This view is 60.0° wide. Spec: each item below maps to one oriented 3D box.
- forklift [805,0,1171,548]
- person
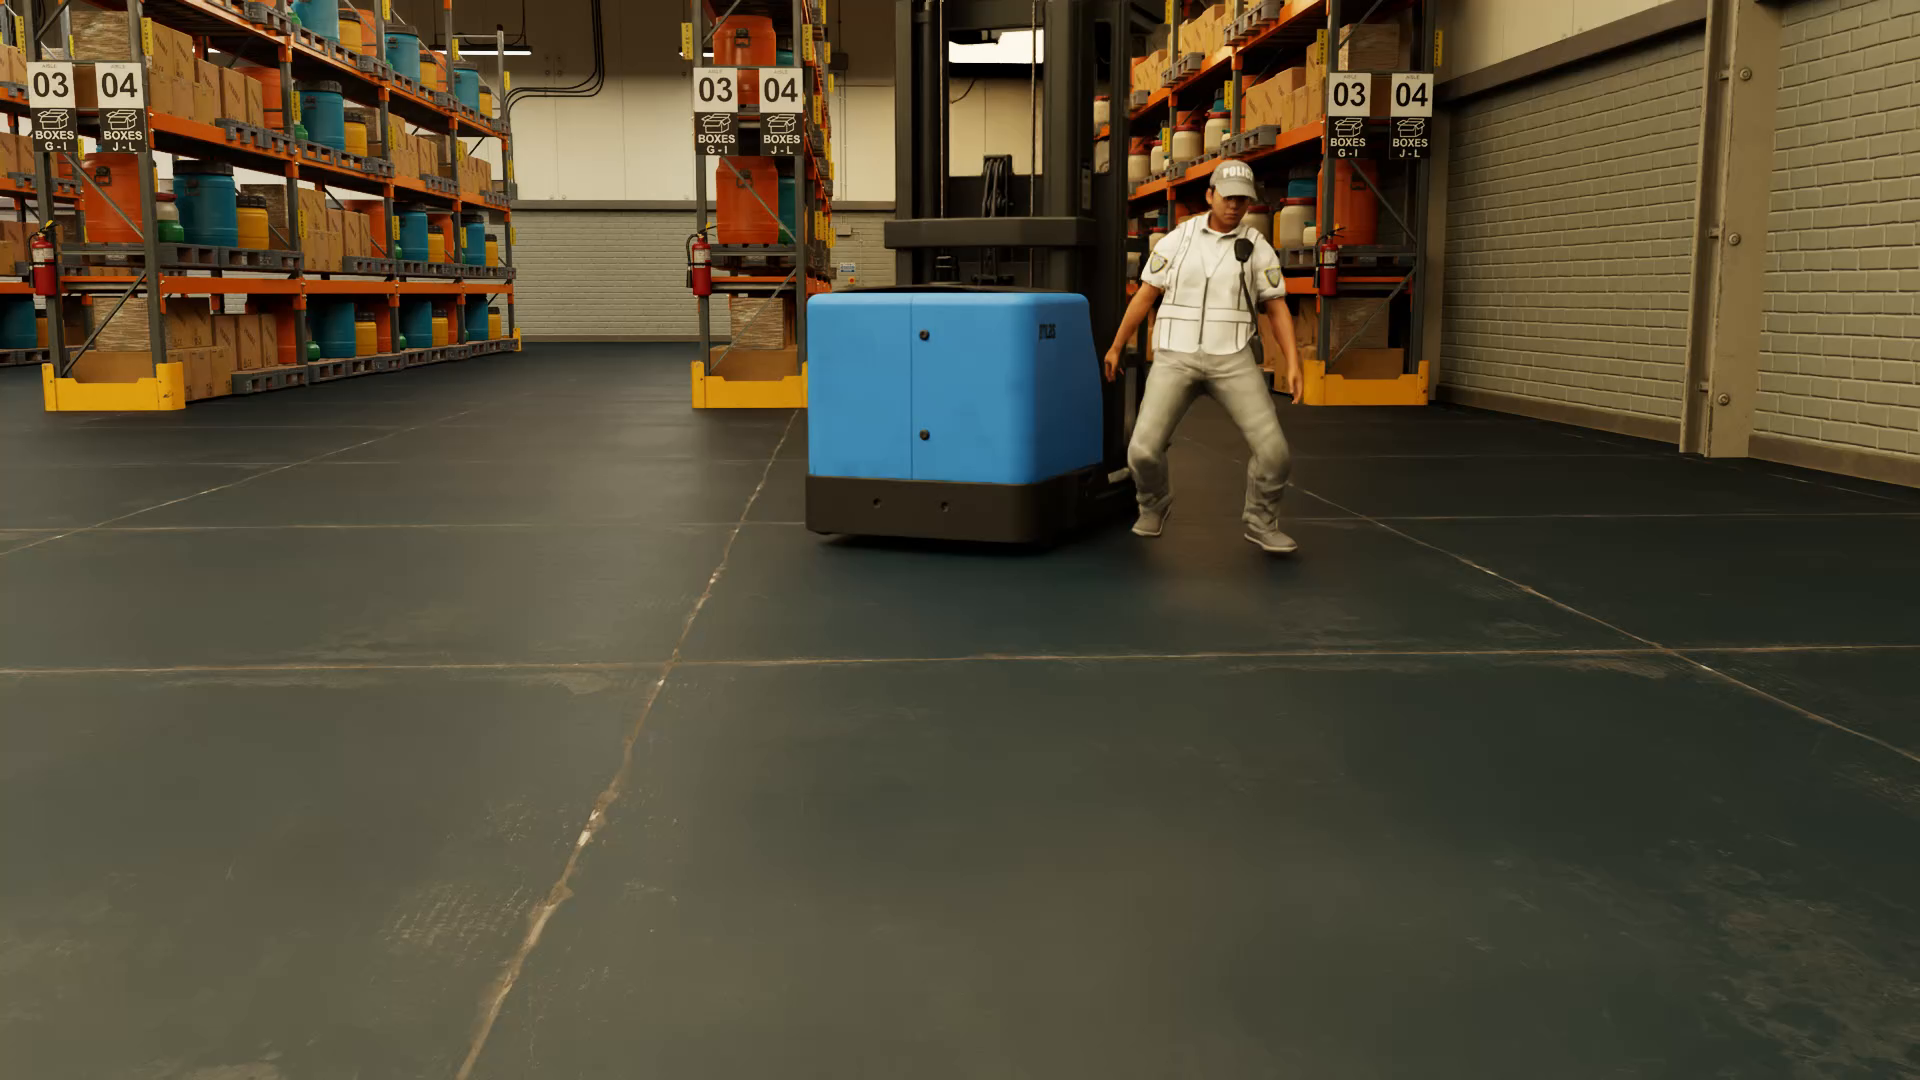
[{"bbox_3d":[0.346,-1.596,8.080,1.130,2.935,3.031,3,9,21],"label":"forklift"},{"bbox_3d":[0.986,-0.739,6.759,0.827,1.572,0.485,2,9,15],"label":"person"}]
